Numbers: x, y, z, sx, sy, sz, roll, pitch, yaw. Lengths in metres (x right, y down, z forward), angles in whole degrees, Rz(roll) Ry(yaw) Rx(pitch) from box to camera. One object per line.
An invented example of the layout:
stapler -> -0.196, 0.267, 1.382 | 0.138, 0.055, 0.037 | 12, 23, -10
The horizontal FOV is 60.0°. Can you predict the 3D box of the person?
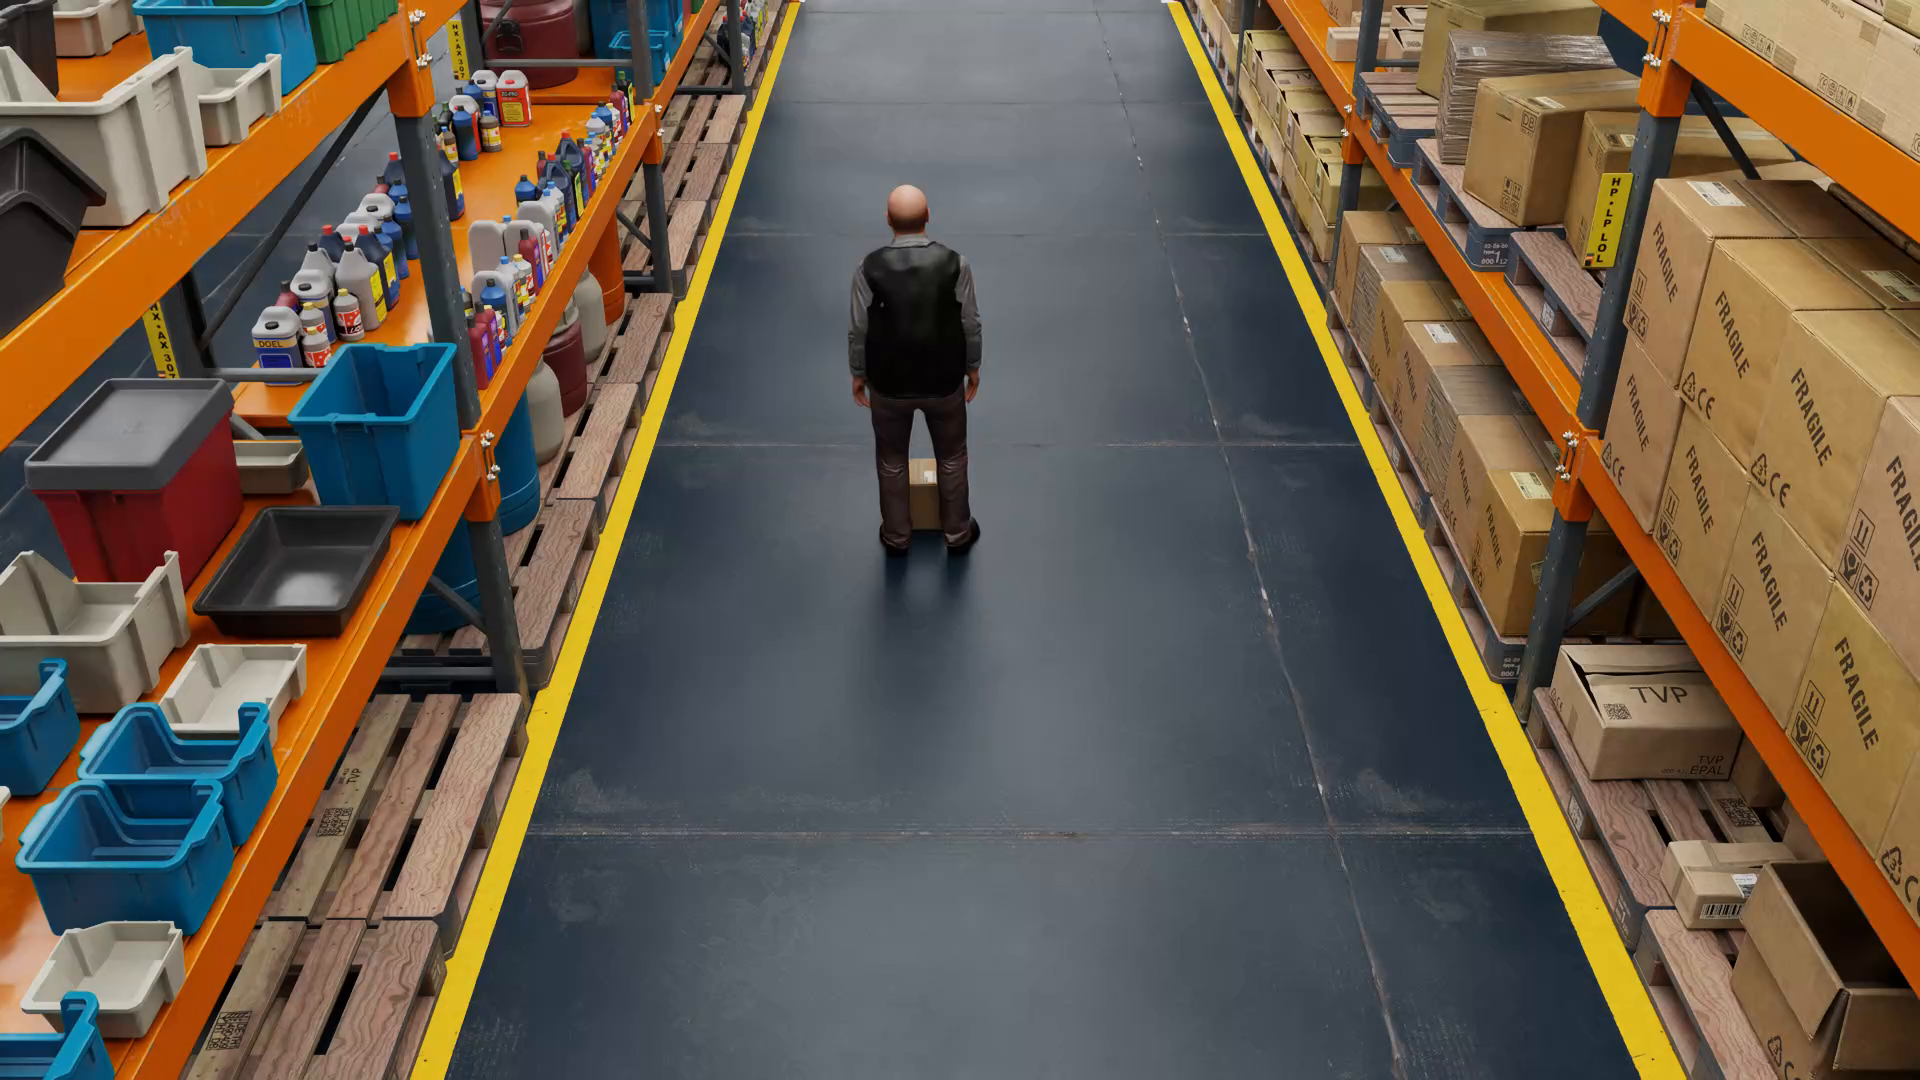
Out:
person -> -0.192, -0.700, 7.308 | 0.591, 1.720, 0.423 | -2, 31, -3
